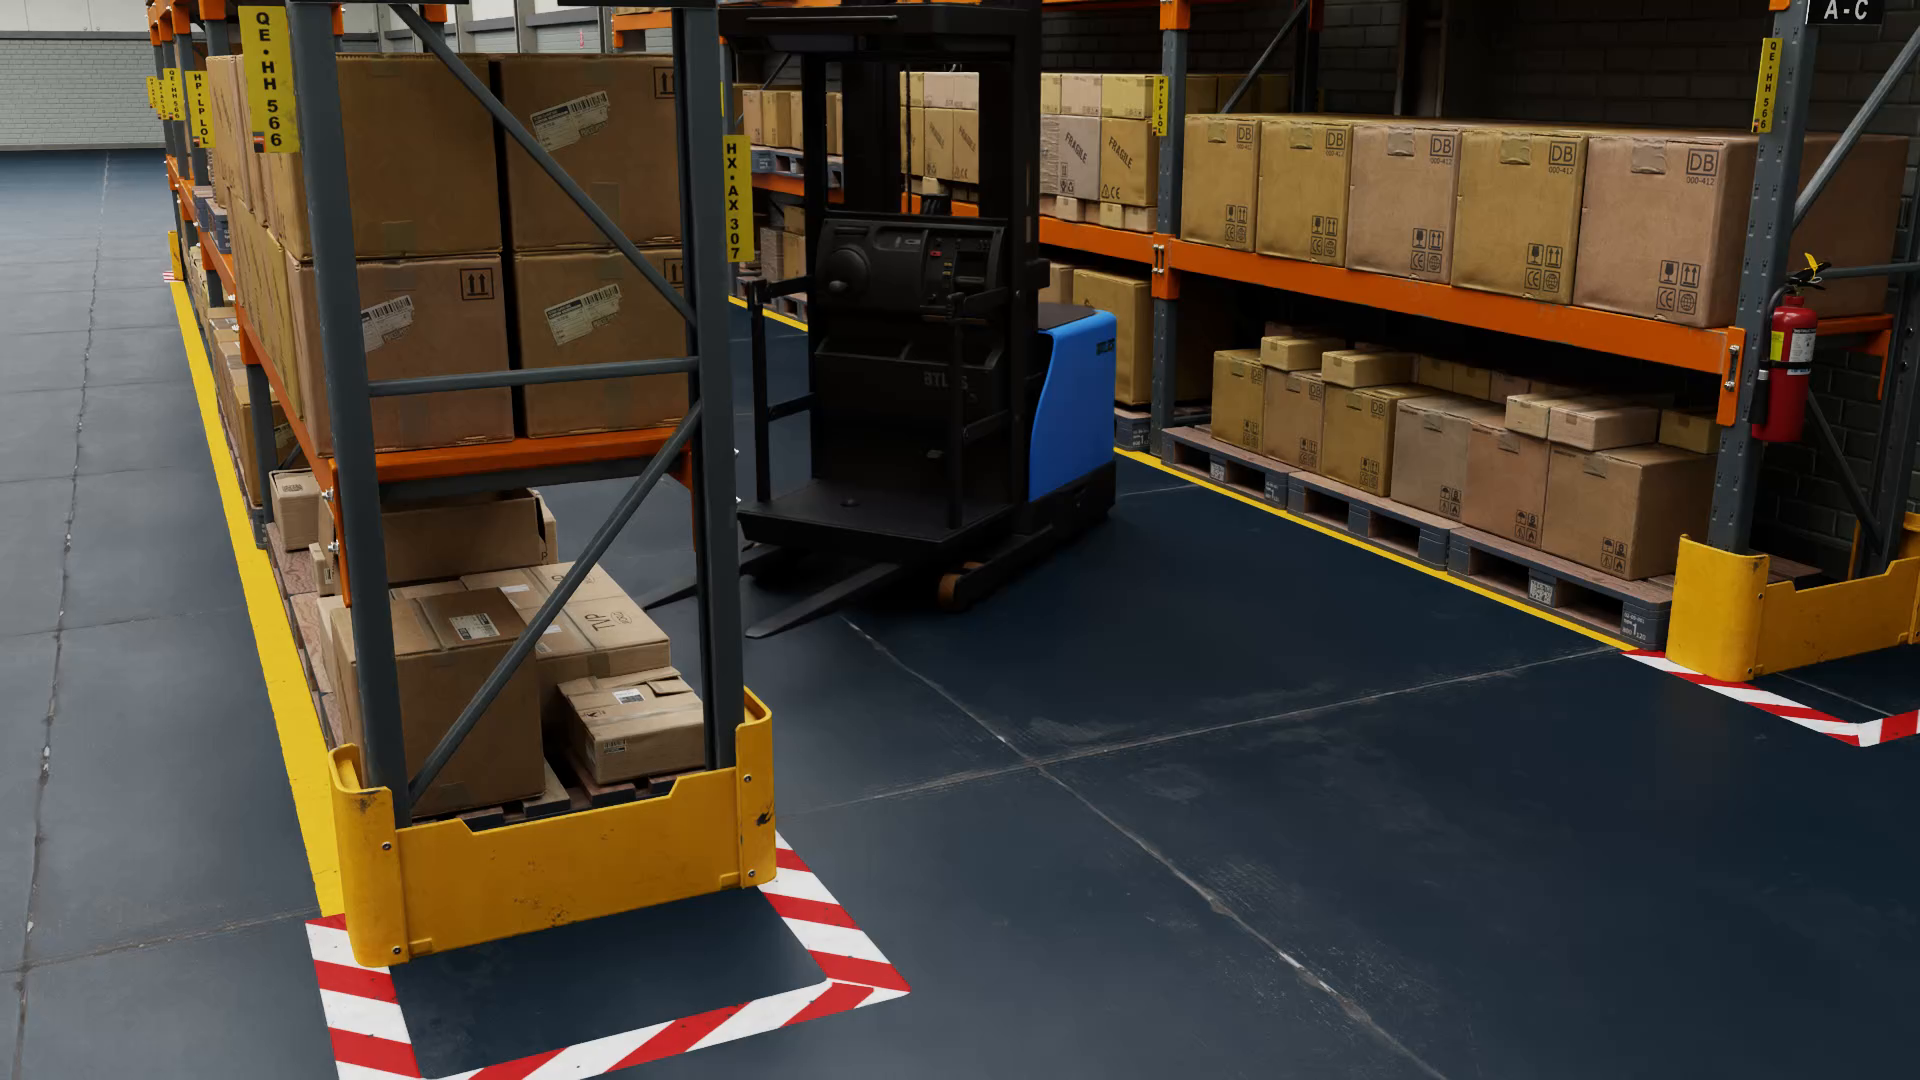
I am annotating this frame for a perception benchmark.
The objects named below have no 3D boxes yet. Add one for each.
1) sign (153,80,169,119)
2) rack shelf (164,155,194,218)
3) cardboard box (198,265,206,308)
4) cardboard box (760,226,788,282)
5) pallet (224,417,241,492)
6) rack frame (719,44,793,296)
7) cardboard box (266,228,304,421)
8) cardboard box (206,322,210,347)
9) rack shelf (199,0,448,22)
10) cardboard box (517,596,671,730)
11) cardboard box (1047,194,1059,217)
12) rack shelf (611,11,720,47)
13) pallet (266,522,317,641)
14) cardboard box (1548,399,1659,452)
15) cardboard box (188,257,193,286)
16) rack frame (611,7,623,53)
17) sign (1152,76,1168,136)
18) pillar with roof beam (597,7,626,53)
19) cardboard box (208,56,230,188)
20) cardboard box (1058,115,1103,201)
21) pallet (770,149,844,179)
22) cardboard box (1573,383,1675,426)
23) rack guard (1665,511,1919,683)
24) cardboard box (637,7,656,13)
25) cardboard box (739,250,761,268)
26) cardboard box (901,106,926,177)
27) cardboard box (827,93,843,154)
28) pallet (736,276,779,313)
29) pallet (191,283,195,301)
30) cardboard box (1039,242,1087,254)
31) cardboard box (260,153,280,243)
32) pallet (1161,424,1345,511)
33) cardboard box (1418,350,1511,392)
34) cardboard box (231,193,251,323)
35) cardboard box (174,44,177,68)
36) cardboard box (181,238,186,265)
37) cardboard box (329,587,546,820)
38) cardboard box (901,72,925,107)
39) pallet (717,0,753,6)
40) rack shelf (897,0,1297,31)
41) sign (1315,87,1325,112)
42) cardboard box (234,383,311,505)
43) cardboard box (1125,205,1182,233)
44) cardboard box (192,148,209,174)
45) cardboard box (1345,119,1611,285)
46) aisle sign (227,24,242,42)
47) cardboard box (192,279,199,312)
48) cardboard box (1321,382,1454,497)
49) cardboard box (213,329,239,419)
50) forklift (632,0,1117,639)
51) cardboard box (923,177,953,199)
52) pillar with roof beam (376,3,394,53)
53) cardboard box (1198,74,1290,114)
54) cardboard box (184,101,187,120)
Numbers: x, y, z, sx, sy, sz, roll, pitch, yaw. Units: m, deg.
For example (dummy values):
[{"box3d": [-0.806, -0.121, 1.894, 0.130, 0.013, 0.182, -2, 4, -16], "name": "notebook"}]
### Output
[{"box3d": [-6.835, -3.773, 14.246, 0.100, 0.325, 0.005, -8, 18, -25], "name": "sign"}, {"box3d": [-7.213, -3.536, 16.439, 1.077, 0.370, 4.000, -8, 18, -25], "name": "rack shelf"}, {"box3d": [-5.705, -2.022, 13.066, 0.500, 0.311, 0.500, -7, 17, -23], "name": "cardboard box"}, {"box3d": [-1.548, -2.815, 16.356, 0.700, 0.500, 0.500, -7, 17, -23], "name": "cardboard box"}, {"box3d": [-3.761, -0.562, 9.826, 1.003, 0.211, 1.213, -8, 18, -25], "name": "pallet"}, {"box3d": [-1.885, -3.986, 16.701, 1.000, 3.000, 0.127, -8, 18, -25], "name": "rack frame"}, {"box3d": [-1.751, -0.665, 4.948, 0.500, 0.500, 0.500, -7, 18, -24], "name": "cardboard box"}, {"box3d": [-5.481, -1.628, 12.708, 0.500, 0.250, 0.500, -7, 18, -24], "name": "cardboard box"}, {"box3d": [-1.956, -2.002, 5.657, 1.077, 0.370, 4.000, -8, 18, -25], "name": "rack shelf"}, {"box3d": [-1.282, 0.407, 5.583, 0.500, 0.250, 0.500, -8, 18, -25], "name": "cardboard box"}, {"box3d": [0.796, -2.197, 10.887, 0.380, 0.149, 0.250, -8, 18, -25], "name": "cardboard box"}, {"box3d": [-2.761, -5.577, 18.115, 1.077, 0.370, 4.000, -8, 18, -25], "name": "rack shelf"}, {"box3d": [-2.532, 0.109, 7.490, 1.003, 0.211, 1.213, -8, 18, -25], "name": "pallet"}, {"box3d": [2.755, -0.493, 7.127, 0.380, 0.149, 0.250, -8, 18, -26], "name": "cardboard box"}, {"box3d": [-7.179, -2.602, 16.104, 0.500, 0.250, 0.500, -8, 18, -25], "name": "cardboard box"}, {"box3d": [-3.638, -4.977, 20.157, 1.000, 3.000, 0.127, -8, 18, -25], "name": "rack frame"}, {"box3d": [1.136, -2.452, 9.403, 0.100, 0.325, 0.005, -8, 18, -25], "name": "sign"}, {"box3d": [-9.052, -8.759, 22.461, 9.100, 9.000, 0.400, -8, 18, -25], "name": "pillar with roof beam"}, {"box3d": [-2.652, -1.652, 6.576, 0.500, 0.500, 0.500, -8, 18, -27], "name": "cardboard box"}, {"box3d": [0.958, -2.412, 10.460, 0.500, 0.500, 0.500, -7, 18, -24], "name": "cardboard box"}, {"box3d": [-1.037, -3.387, 14.964, 1.003, 0.211, 1.213, -8, 18, -25], "name": "pallet"}, {"box3d": [2.987, -0.602, 7.506, 0.380, 0.149, 0.250, -8, 18, -25], "name": "cardboard box"}, {"box3d": [3.382, 0.197, 6.656, 1.175, 0.500, 0.348, -8, 18, -25], "name": "rack guard"}, {"box3d": [-3.282, -6.098, 18.407, 0.500, 0.500, 0.500, -7, 17, -22], "name": "cardboard box"}, {"box3d": [-2.147, -2.964, 17.481, 0.380, 0.166, 0.250, -10, 19, -32], "name": "cardboard box"}, {"box3d": [-0.150, -3.043, 12.660, 0.500, 0.500, 0.500, -7, 17, -23], "name": "cardboard box"}, {"box3d": [-0.914, -3.675, 14.639, 0.700, 0.500, 0.500, -8, 18, -25], "name": "cardboard box"}, {"box3d": [-1.543, -2.452, 16.414, 1.003, 0.211, 1.213, -8, 18, -25], "name": "pallet"}, {"box3d": [-7.186, -2.551, 16.757, 1.003, 0.211, 1.213, -8, 18, -25], "name": "pallet"}, {"box3d": [0.449, -1.746, 12.033, 0.750, 0.750, 0.750, -8, 18, -25], "name": "cardboard box"}, {"box3d": [-1.744, -1.141, 4.796, 0.500, 0.500, 0.500, -7, 17, -23], "name": "cardboard box"}, {"box3d": [1.882, -0.464, 9.483, 1.003, 0.211, 1.213, -8, 18, -25], "name": "pallet"}, {"box3d": [2.542, -0.854, 8.382, 0.380, 0.149, 0.250, -8, 18, -26], "name": "cardboard box"}, {"box3d": [-2.626, -1.165, 6.689, 0.500, 0.500, 0.500, -7, 18, -24], "name": "cardboard box"}, {"box3d": [-7.196, -4.540, 16.101, 0.700, 0.500, 0.500, -8, 18, -25], "name": "cardboard box"}, {"box3d": [-8.054, -3.098, 17.832, 0.500, 0.250, 0.500, -8, 18, -25], "name": "cardboard box"}, {"box3d": [-1.539, 0.474, 4.893, 0.500, 0.500, 0.500, -8, 18, -25], "name": "cardboard box"}, {"box3d": [-0.153, -3.404, 12.558, 0.500, 0.250, 0.500, -7, 18, -24], "name": "cardboard box"}, {"box3d": [-1.711, -5.171, 15.735, 1.213, 0.211, 1.003, -8, 18, -25], "name": "pallet"}, {"box3d": [0.743, -3.594, 11.202, 1.077, 0.370, 4.000, -8, 18, -25], "name": "rack shelf"}, {"box3d": [2.118, -2.523, 9.893, 0.100, 0.325, 0.005, -8, 18, -25], "name": "sign"}, {"box3d": [-3.306, -0.500, 8.289, 0.500, 0.500, 0.500, -8, 18, -25], "name": "cardboard box"}, {"box3d": [1.217, -1.940, 9.993, 0.380, 0.149, 0.250, -7, 18, -24], "name": "cardboard box"}, {"box3d": [-6.537, -3.543, 14.979, 0.700, 0.500, 0.500, -8, 18, -26], "name": "cardboard box"}, {"box3d": [2.485, -1.649, 8.014, 0.980, 0.700, 0.700, -9, 18, -28], "name": "cardboard box"}, {"box3d": [-7.854, -5.679, 17.890, 0.394, 0.787, 0.004, -8, 18, -25], "name": "aisle sign"}, {"box3d": [-6.383, -2.136, 14.480, 0.500, 0.250, 0.500, -8, 18, -26], "name": "cardboard box"}, {"box3d": [2.295, -0.552, 8.506, 0.700, 0.500, 0.500, -7, 18, -24], "name": "cardboard box"}, {"box3d": [-4.192, -1.003, 10.041, 0.500, 0.500, 0.500, -8, 18, -26], "name": "cardboard box"}, {"box3d": [-0.332, -1.242, 7.265, 1.130, 2.935, 3.031, 8, 18, 27], "name": "forklift"}, {"box3d": [-0.054, -2.633, 12.408, 0.380, 0.149, 0.250, -7, 17, -23], "name": "cardboard box"}, {"box3d": [-19.566, -14.710, 43.198, 9.100, 9.000, 0.400, -8, 18, -25], "name": "pillar with roof beam"}, {"box3d": [1.652, -2.709, 10.135, 0.500, 0.250, 0.500, -7, 17, -23], "name": "cardboard box"}, {"box3d": [-6.648, -3.787, 14.653, 0.380, 0.149, 0.250, -8, 18, -25], "name": "cardboard box"}]
